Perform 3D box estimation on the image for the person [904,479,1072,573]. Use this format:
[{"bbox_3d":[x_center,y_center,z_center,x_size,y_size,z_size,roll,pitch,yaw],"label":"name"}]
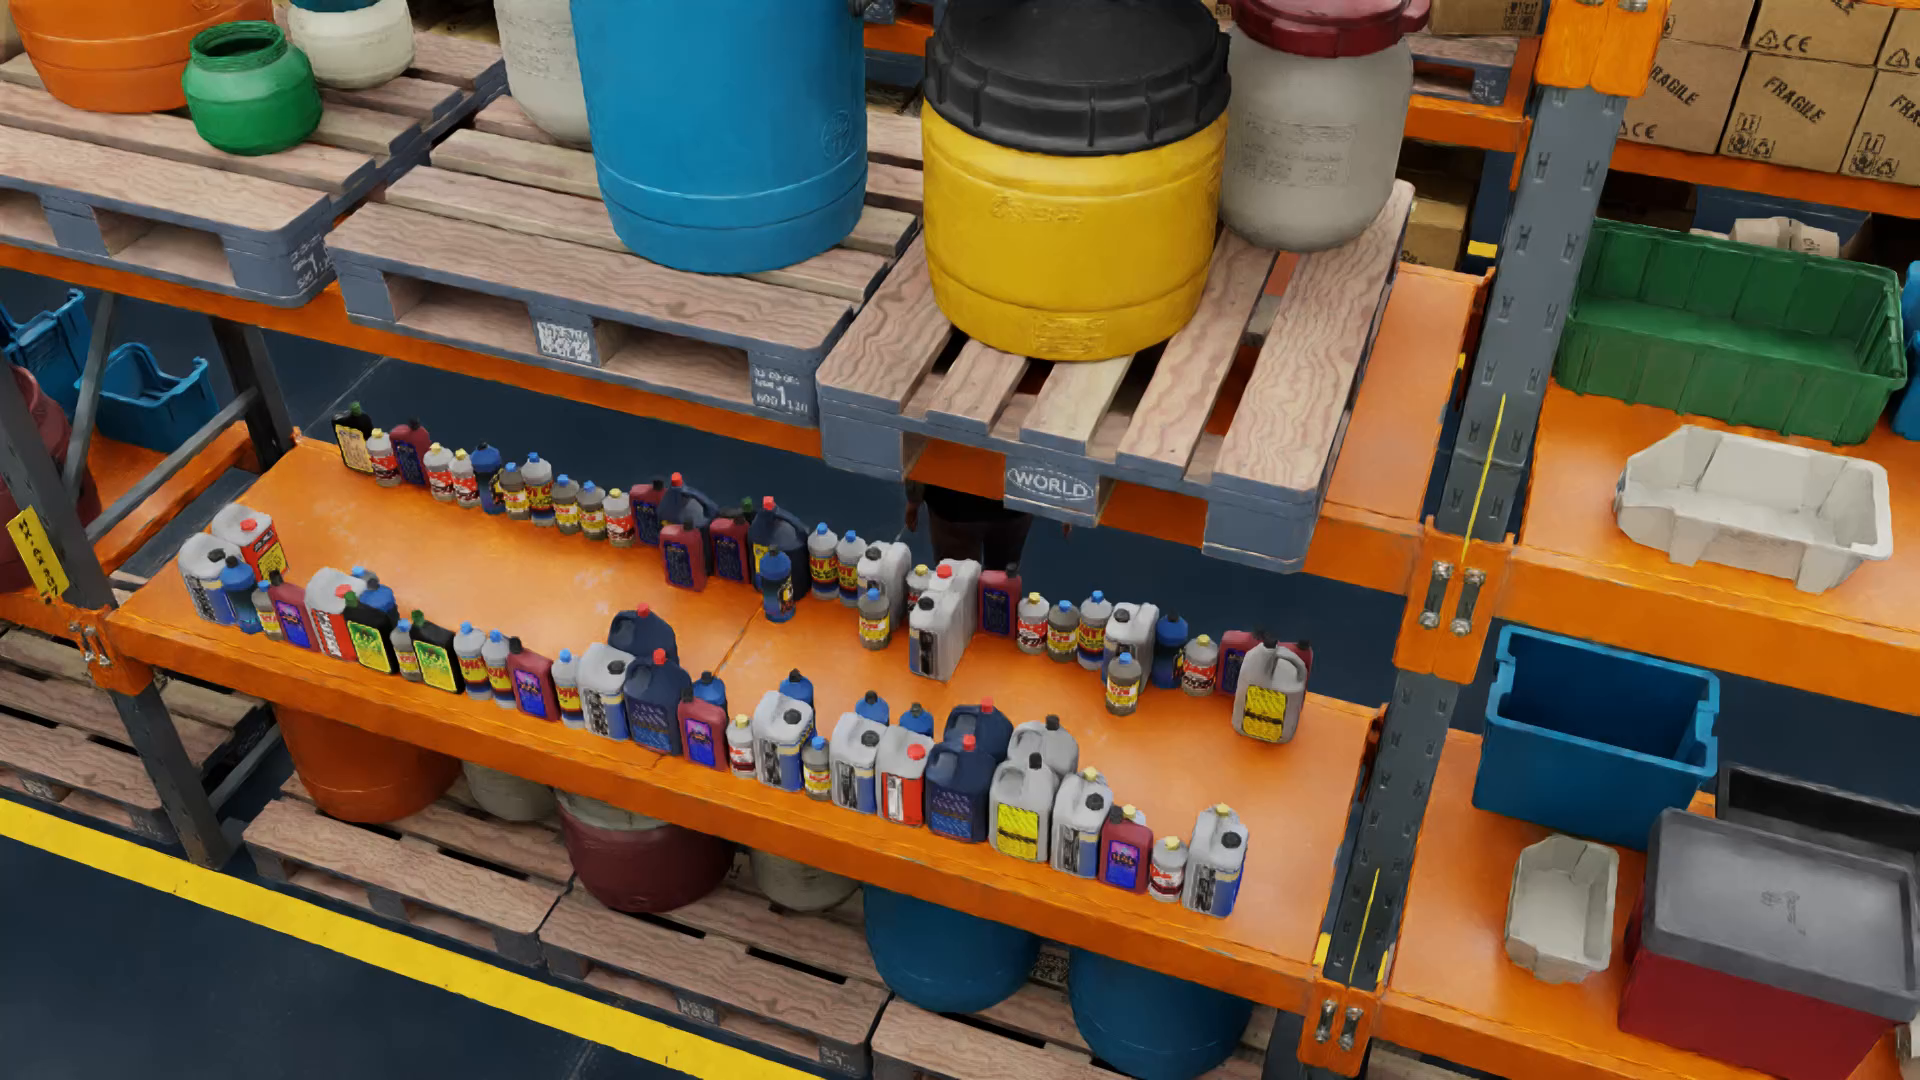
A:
[{"bbox_3d":[0.110,-0.128,6.328,0.634,1.716,0.607,-5,42,-6],"label":"person"}]
